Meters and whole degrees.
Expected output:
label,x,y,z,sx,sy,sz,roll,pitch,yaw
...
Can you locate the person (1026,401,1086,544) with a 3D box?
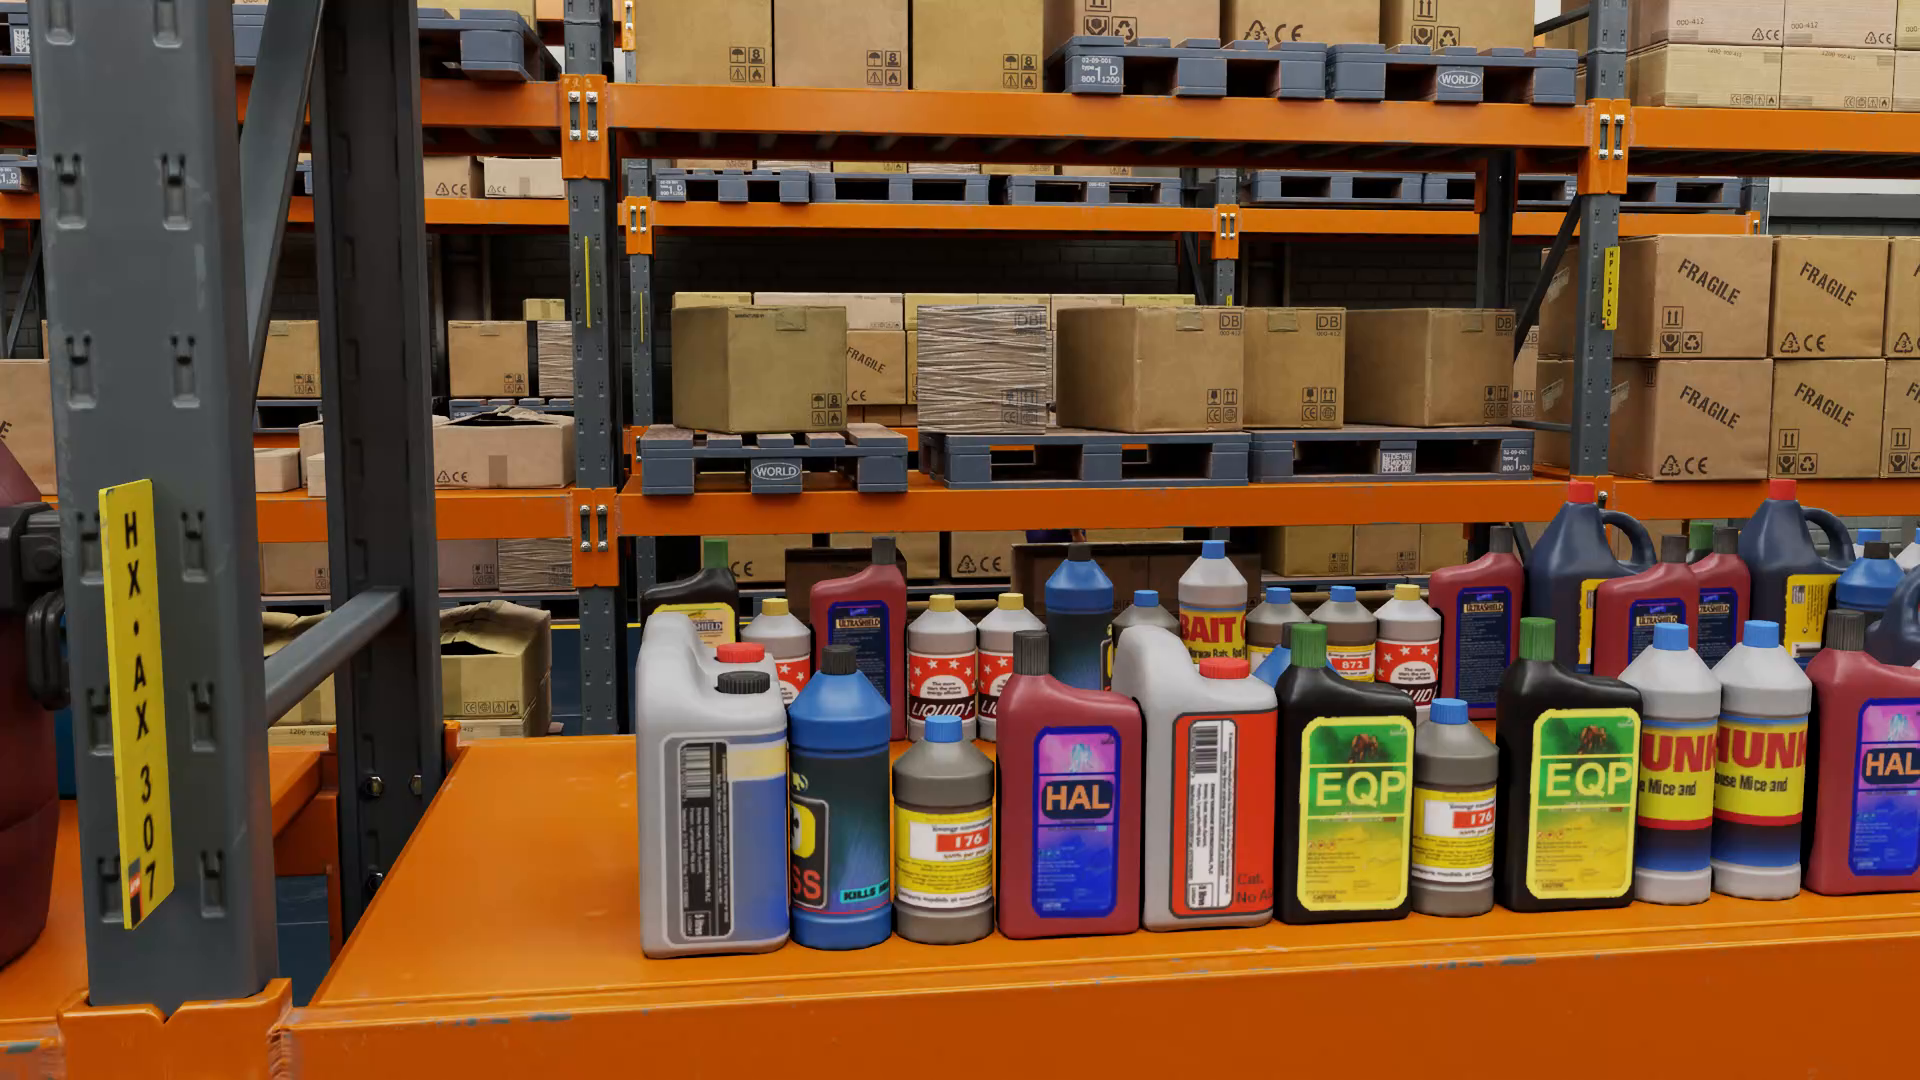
label,x,y,z,sx,sy,sz,roll,pitch,yaw
person,0.586,-0.036,9.184,0.413,1.652,0.540,-1,7,-9
